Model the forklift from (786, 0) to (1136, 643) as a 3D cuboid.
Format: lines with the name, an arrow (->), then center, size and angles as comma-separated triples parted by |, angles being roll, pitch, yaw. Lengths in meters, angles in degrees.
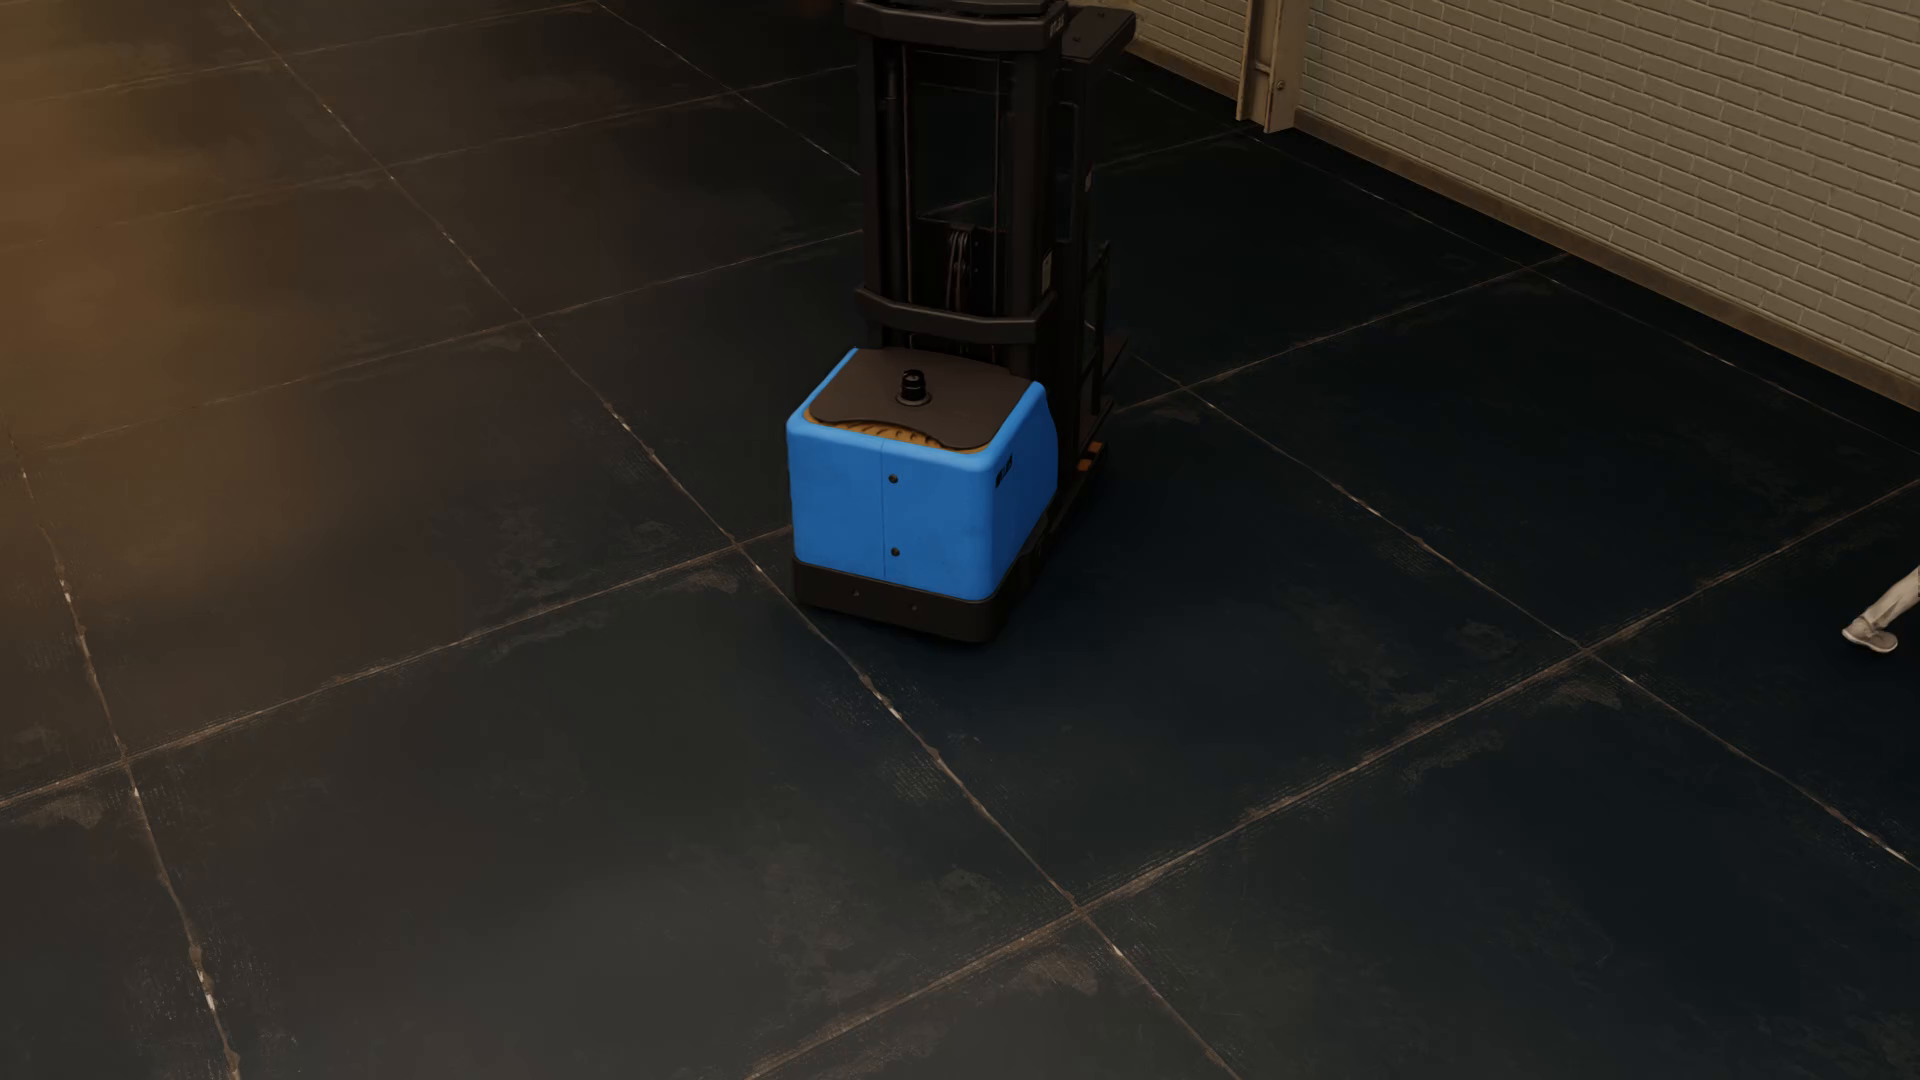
forklift -> 0.182, -1.555, 8.361 | 1.130, 2.935, 3.031 | 12, 37, 17

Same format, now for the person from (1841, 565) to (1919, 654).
person -> 4.641, 0.146, 7.250 | 0.528, 1.596, 1.067 | -20, 40, -26
